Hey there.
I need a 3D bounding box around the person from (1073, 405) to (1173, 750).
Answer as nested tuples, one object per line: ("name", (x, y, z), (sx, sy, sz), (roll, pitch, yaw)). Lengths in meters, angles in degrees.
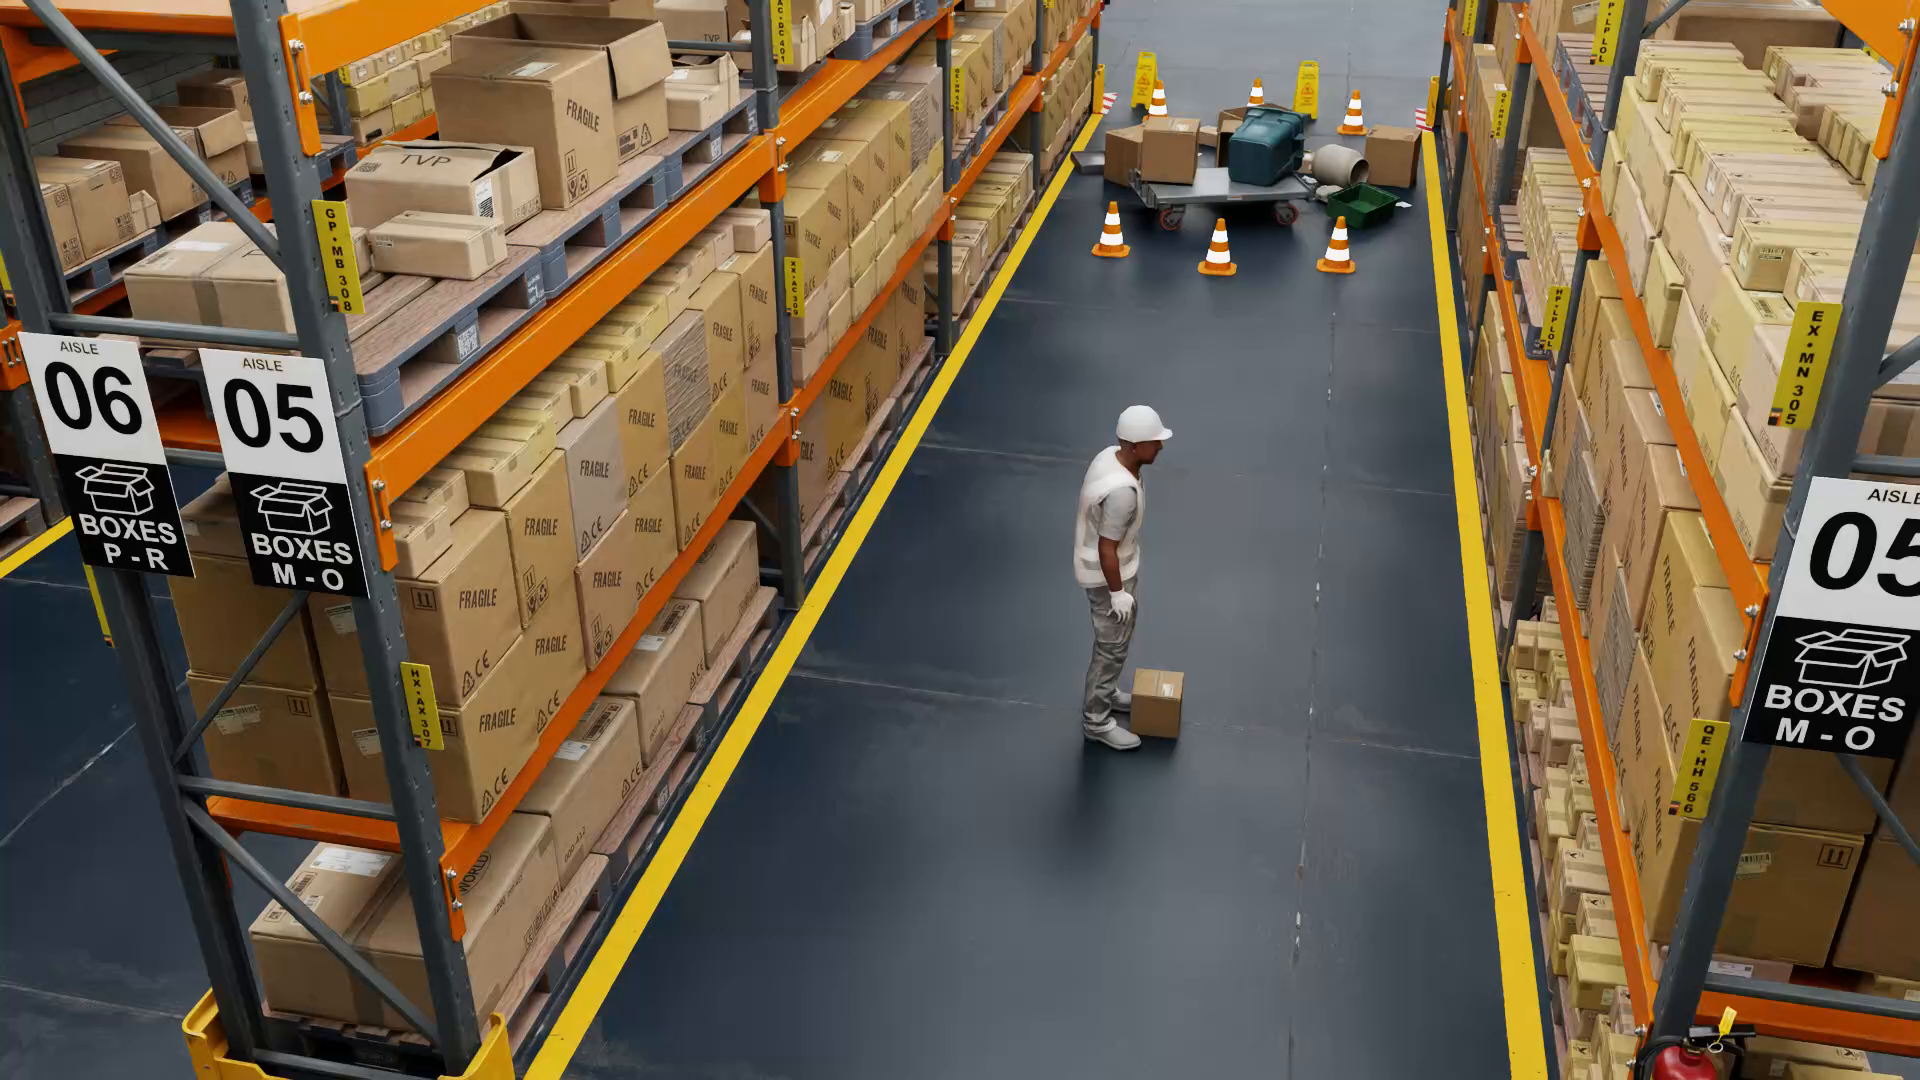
("person", (0.793, 0.156, 8.324), (0.447, 1.775, 0.628), (4, 29, 8))
